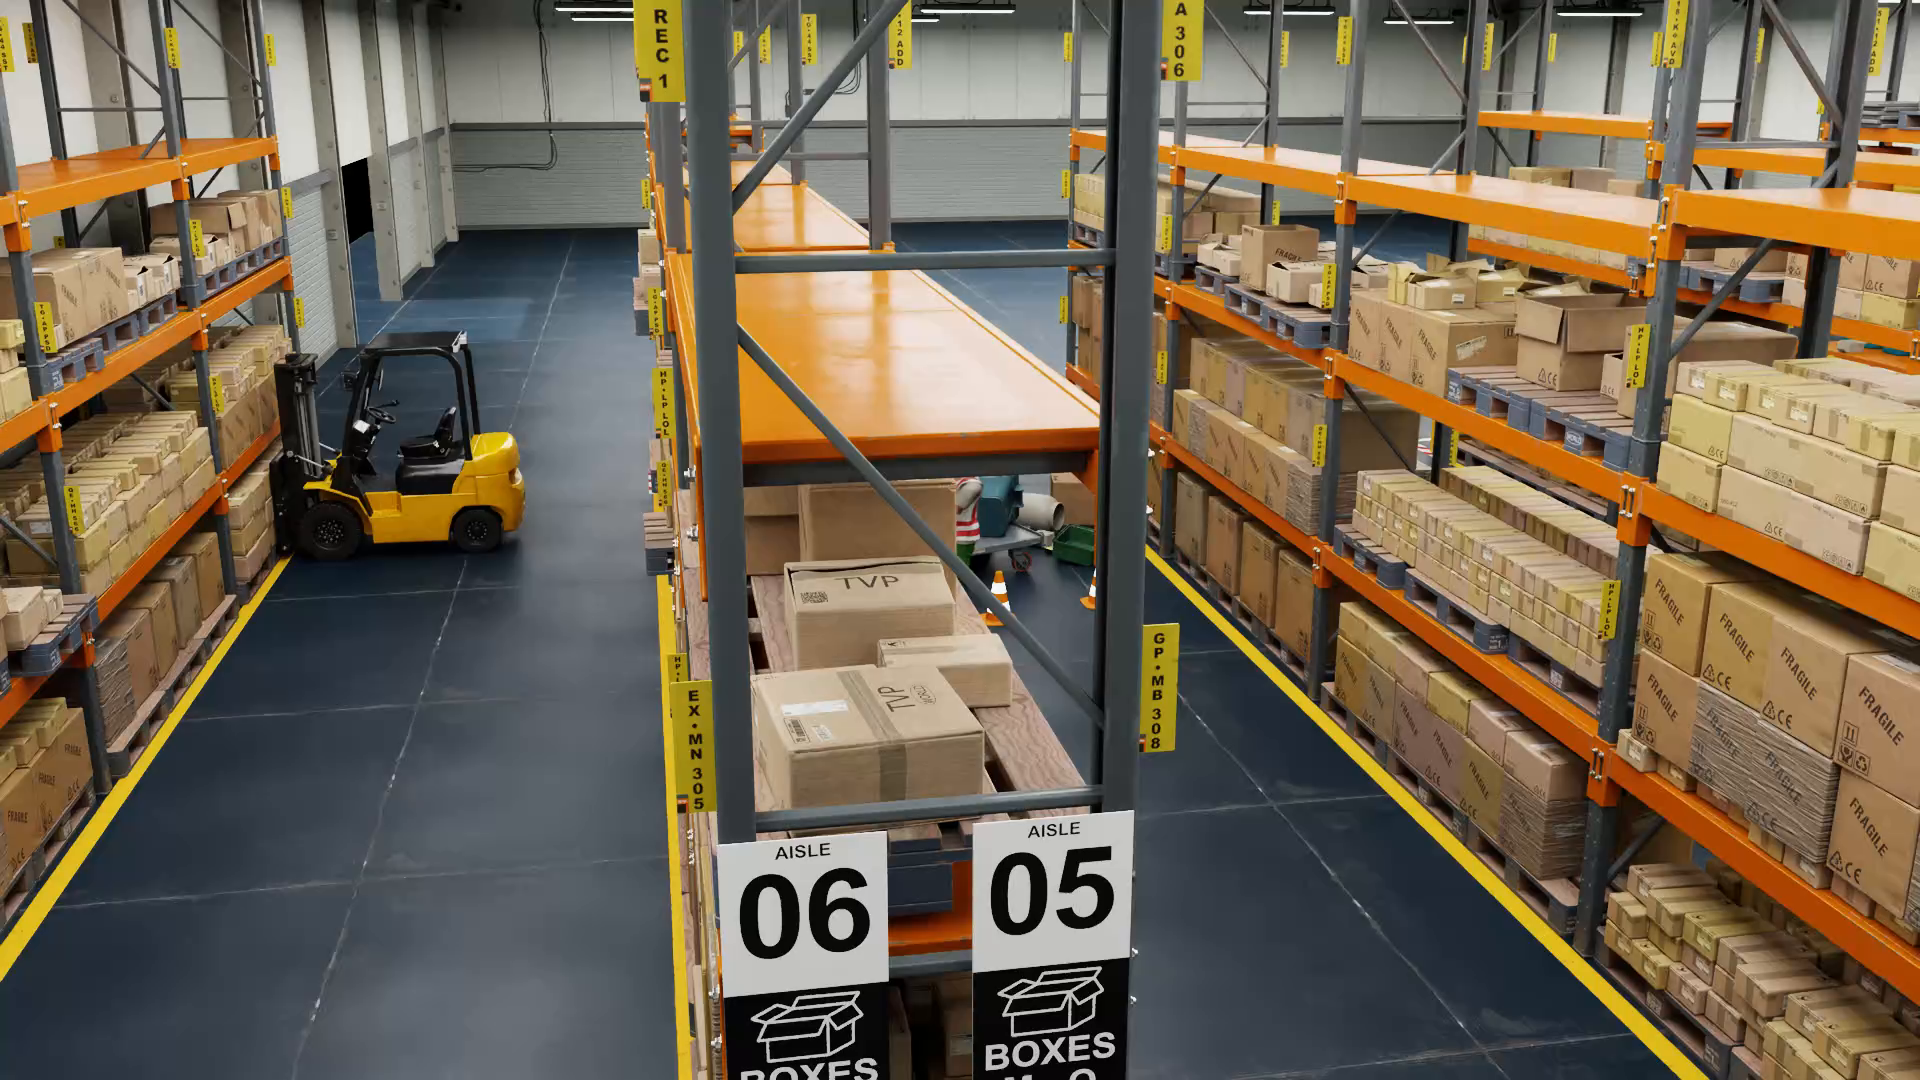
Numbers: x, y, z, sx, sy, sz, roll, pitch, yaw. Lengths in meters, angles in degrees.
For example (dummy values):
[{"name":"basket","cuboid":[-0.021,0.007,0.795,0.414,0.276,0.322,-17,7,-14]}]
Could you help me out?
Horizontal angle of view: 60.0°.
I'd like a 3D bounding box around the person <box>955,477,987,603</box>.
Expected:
[{"name":"person","cuboid":[-0.058,-0.011,14.503,0.556,1.789,0.584,-3,16,-10]}]
